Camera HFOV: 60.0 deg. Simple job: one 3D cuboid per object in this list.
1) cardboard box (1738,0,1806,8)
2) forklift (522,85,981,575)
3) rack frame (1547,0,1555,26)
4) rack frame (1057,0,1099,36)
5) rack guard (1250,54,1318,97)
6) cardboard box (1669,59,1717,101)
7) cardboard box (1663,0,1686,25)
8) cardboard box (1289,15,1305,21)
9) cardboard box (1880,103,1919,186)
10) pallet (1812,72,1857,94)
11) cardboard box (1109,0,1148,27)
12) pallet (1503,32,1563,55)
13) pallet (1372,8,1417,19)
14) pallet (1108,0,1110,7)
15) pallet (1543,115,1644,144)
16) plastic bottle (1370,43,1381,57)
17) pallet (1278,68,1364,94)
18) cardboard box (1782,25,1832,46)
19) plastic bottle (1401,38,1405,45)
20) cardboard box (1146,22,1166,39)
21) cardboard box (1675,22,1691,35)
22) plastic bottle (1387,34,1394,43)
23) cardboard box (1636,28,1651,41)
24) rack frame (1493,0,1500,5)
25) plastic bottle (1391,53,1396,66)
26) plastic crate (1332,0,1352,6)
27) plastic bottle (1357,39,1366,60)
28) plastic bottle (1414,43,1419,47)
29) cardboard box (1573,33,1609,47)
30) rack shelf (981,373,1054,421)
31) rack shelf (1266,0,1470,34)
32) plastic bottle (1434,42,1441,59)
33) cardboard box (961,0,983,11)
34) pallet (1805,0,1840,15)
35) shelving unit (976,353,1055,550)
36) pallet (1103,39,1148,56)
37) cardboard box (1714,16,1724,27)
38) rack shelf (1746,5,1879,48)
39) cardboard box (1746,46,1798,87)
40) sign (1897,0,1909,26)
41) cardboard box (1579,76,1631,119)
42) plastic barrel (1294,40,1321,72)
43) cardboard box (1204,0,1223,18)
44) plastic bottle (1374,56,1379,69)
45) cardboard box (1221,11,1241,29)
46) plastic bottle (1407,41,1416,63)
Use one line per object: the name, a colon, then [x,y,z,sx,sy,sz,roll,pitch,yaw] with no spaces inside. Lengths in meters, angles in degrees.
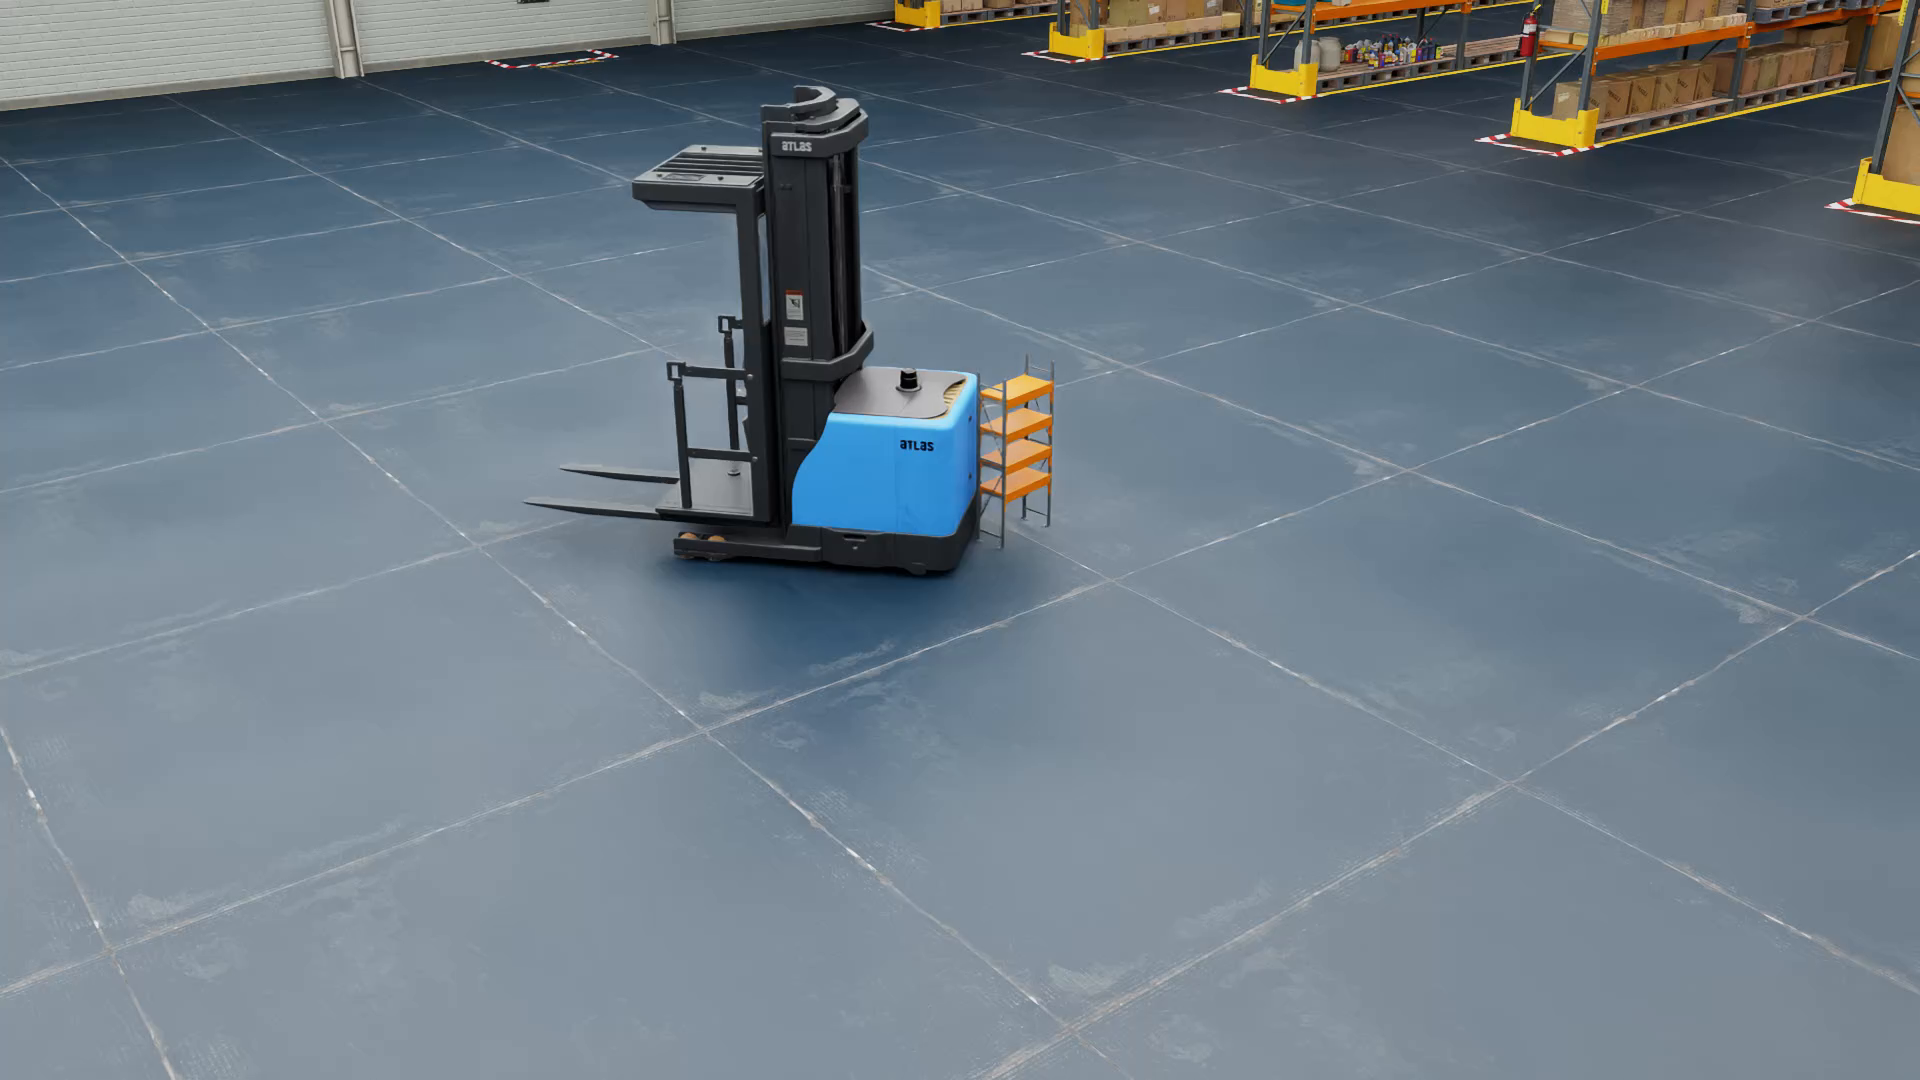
cardboard box: [12.102,-8.618,25.044,1.000,1.000,1.000,-18,30,-34]
forklift: [-1.423,-1.399,10.783,3.031,2.935,1.130,5,25,10]
rack frame: [11.482,-10.675,30.688,0.127,3.000,1.000,-18,31,-34]
rack frame: [2.133,-10.239,29.748,0.127,3.000,1.000,-18,31,-34]
rack guard: [5.218,-7.498,26.812,0.348,0.500,1.175,-18,31,-34]
cardboard box: [11.051,-6.961,25.156,0.500,0.500,0.500,-19,31,-36]
cardboard box: [9.833,-7.681,23.765,0.500,0.500,0.875,-18,31,-34]
cardboard box: [6.560,-10.511,33.103,0.500,0.250,0.500,-19,31,-36]
cardboard box: [11.717,-4.711,19.863,0.875,0.875,0.875,-18,30,-34]
pallet: [13.922,-7.567,27.303,1.213,0.211,1.003,-18,31,-34]
cardboard box: [3.085,-9.718,30.503,0.500,0.500,0.500,-18,31,-34]
pallet: [10.849,-9.222,30.869,1.213,0.211,1.003,-18,31,-34]
pallet: [9.039,-11.233,35.204,1.213,0.211,1.003,-18,31,-34]
pallet: [2.833,-11.856,36.544,1.213,0.211,1.003,-18,31,-34]
pallet: [8.964,-5.910,23.734,1.213,0.211,1.003,-18,31,-34]
plastic bottle: [7.071,-8.326,28.339,0.135,0.276,0.152,-18,31,-34]
pallet: [5.860,-7.576,27.324,1.213,0.211,1.003,-18,31,-34]
cardboard box: [13.618,-8.115,26.728,0.500,0.250,0.500,-14,29,-28]
plastic bottle: [7.642,-8.537,28.787,0.133,0.283,0.061,-18,31,-34]
cardboard box: [3.477,-9.508,30.942,0.500,0.250,0.500,-18,31,-34]
cardboard box: [10.213,-7.343,23.807,0.250,0.149,0.380,-18,31,-34]
plastic bottle: [7.443,-8.562,28.758,0.185,0.351,0.144,-17,30,-33]
cardboard box: [9.414,-7.090,23.262,0.250,0.149,0.380,-18,31,-34]
rack frame: [11.576,-13.356,36.464,0.127,3.000,1.000,-18,31,-34]
plastic bottle: [7.232,-8.035,27.802,0.097,0.201,0.097,0,25,0]
plastic crate: [6.089,-8.603,26.537,0.250,0.136,0.298,-18,31,-34]
plastic bottle: [6.814,-8.354,28.311,0.185,0.351,0.144,-17,30,-32]
plastic bottle: [7.743,-8.330,28.348,0.135,0.276,0.152,-18,31,-34]
cardboard box: [8.614,-6.837,22.717,0.250,0.149,0.380,-18,31,-34]
rack shelf: [0.366,-0.943,10.923,0.258,0.148,0.480,20,32,37]
rack shelf: [6.761,-8.790,27.481,4.000,0.370,1.077,-18,31,-34]
plastic bottle: [8.159,-8.369,28.423,0.133,0.283,0.061,-17,30,-32]
cardboard box: [0.122,-11.157,34.397,0.500,0.311,0.500,-15,29,-30]
pallet: [13.006,-8.419,26.056,1.213,0.211,1.003,-18,31,-34]
shelving unit: [0.366,-0.587,11.089,0.258,1.200,0.503,20,32,37]
pallet: [2.709,-9.186,30.793,1.213,0.211,1.003,-18,31,-34]
cardboard box: [10.967,-7.621,24.406,0.250,0.149,0.380,-18,31,-34]
rack shelf: [12.965,-8.188,26.184,4.000,0.370,1.077,-18,31,-34]
cardboard box: [12.714,-7.476,26.242,0.500,0.500,0.700,-21,32,-38]
sign: [10.900,-6.103,19.179,0.005,0.325,0.100,-18,31,-34]
cardboard box: [9.194,-6.336,23.809,0.500,0.500,0.500,-10,27,-21]
plastic barrel: [5.657,-7.855,27.068,0.421,0.512,0.421,0,25,0]
cardboard box: [4.650,-10.242,31.632,0.500,0.500,0.500,-18,31,-34]
plastic bottle: [6.887,-7.922,27.557,0.097,0.201,0.097,0,25,0]
cardboard box: [5.051,-10.028,32.062,0.500,0.250,0.500,-18,31,-34]
plastic bottle: [7.600,-8.237,28.060,0.185,0.351,0.144,-18,31,-34]
